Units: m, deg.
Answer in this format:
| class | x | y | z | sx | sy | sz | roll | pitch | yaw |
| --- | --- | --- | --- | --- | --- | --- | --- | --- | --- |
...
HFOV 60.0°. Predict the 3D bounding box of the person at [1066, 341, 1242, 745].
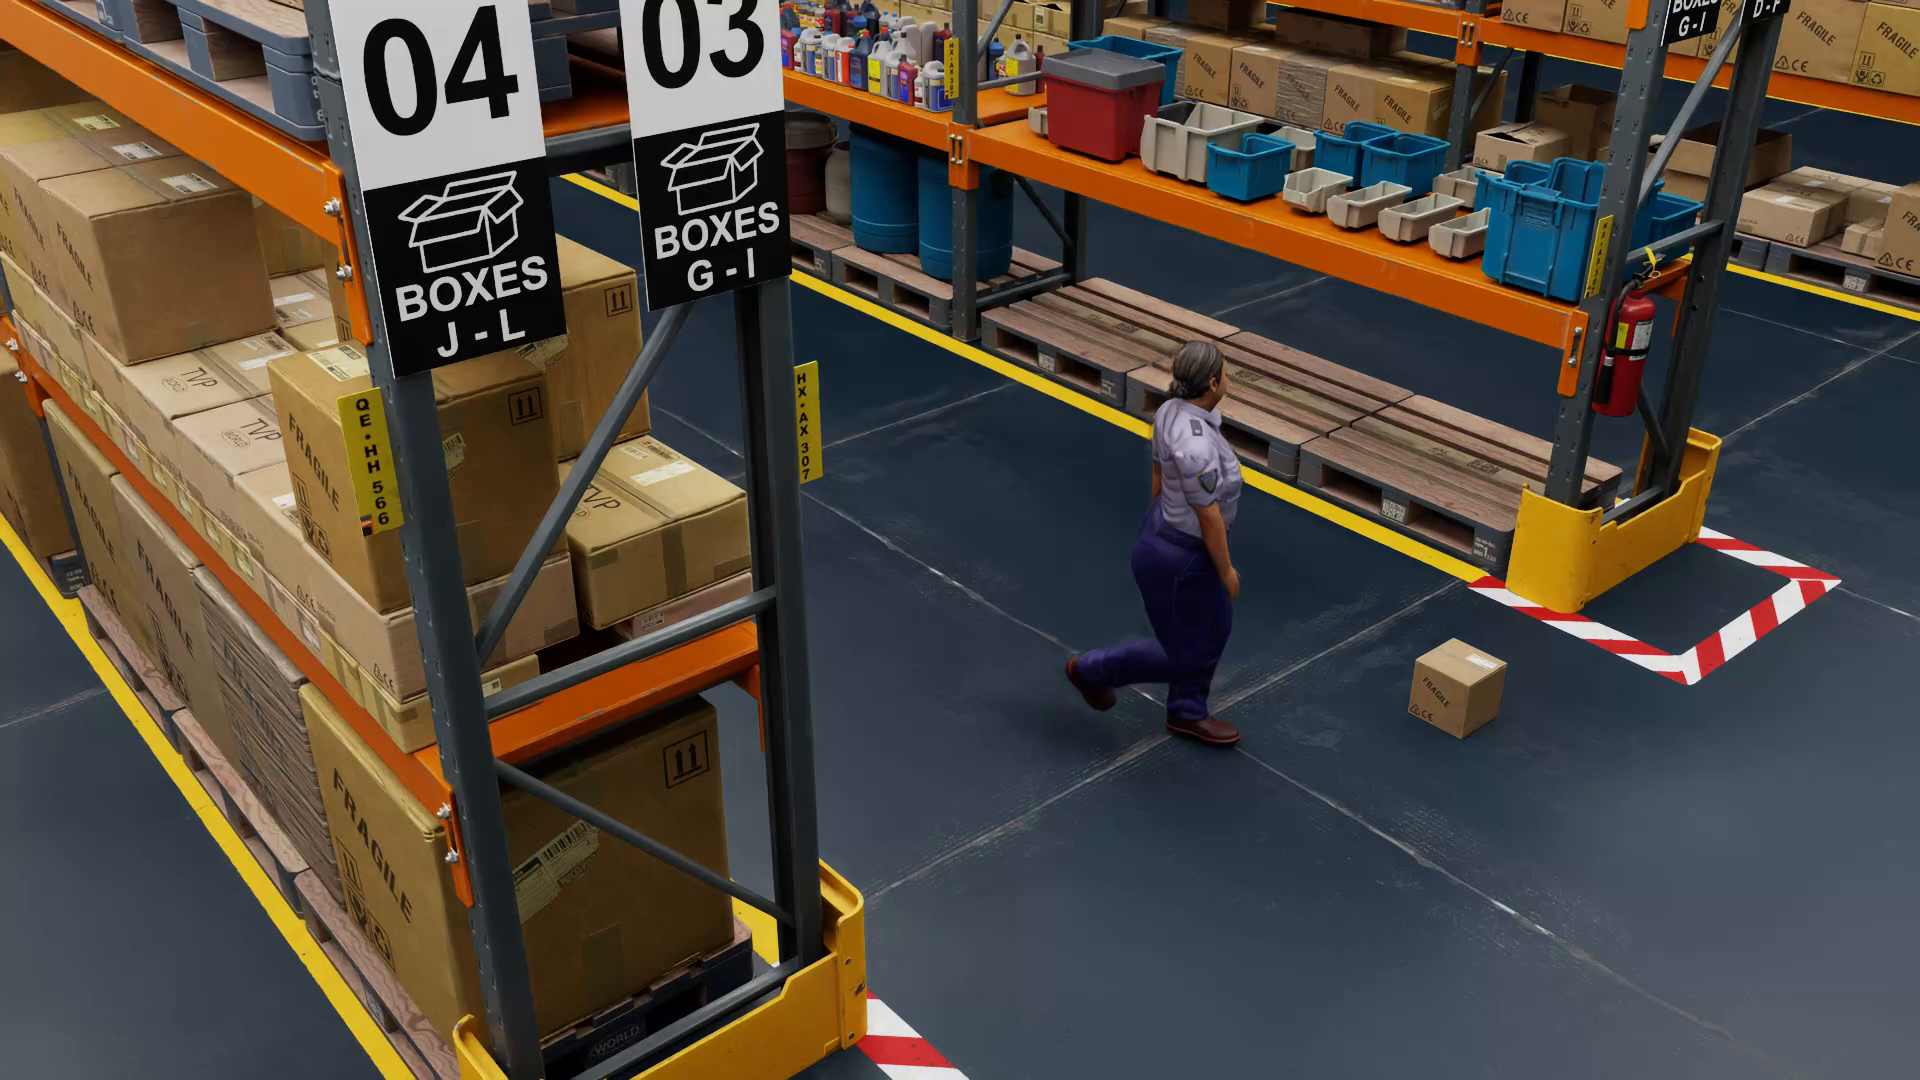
| class | x | y | z | sx | sy | sz | roll | pitch | yaw |
| --- | --- | --- | --- | --- | --- | --- | --- | --- | --- |
| person | 0.747 | 0.026 | 6.082 | 0.677 | 1.615 | 0.487 | 6 | 29 | 11 |
